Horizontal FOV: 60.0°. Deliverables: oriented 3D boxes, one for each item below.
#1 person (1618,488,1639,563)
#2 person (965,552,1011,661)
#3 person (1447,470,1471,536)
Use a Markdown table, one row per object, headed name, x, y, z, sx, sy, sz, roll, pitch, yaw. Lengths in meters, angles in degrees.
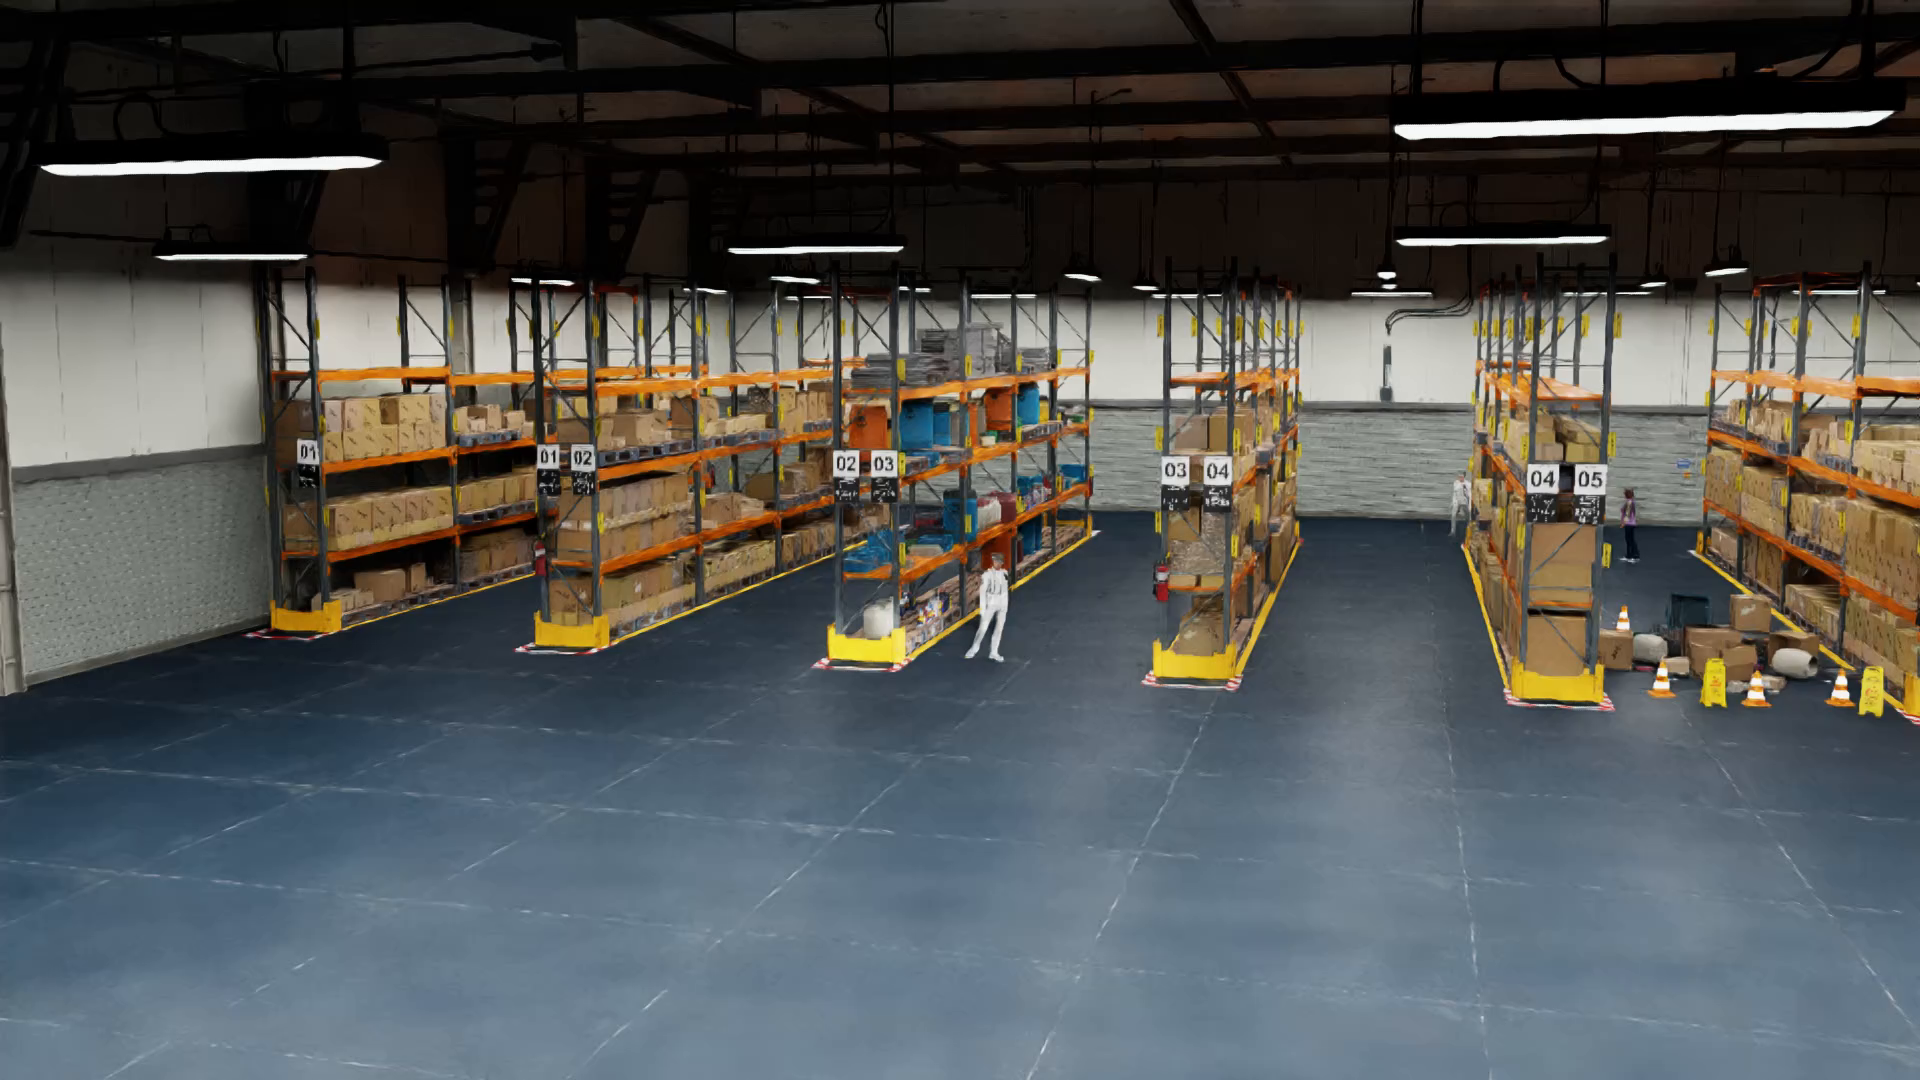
| name | x | y | z | sx | sy | sz | roll | pitch | yaw |
| --- | --- | --- | --- | --- | --- | --- | --- | --- | --- |
| person | 14.401 | -0.314 | 35.716 | 0.426 | 1.617 | 0.438 | 4 | 8 | 27 |
| person | 0.435 | 0.997 | 25.145 | 0.657 | 1.662 | 0.499 | -3 | 8 | -25 |
| person | 12.153 | -0.898 | 40.205 | 0.521 | 1.614 | 0.938 | 5 | 9 | 36 |
